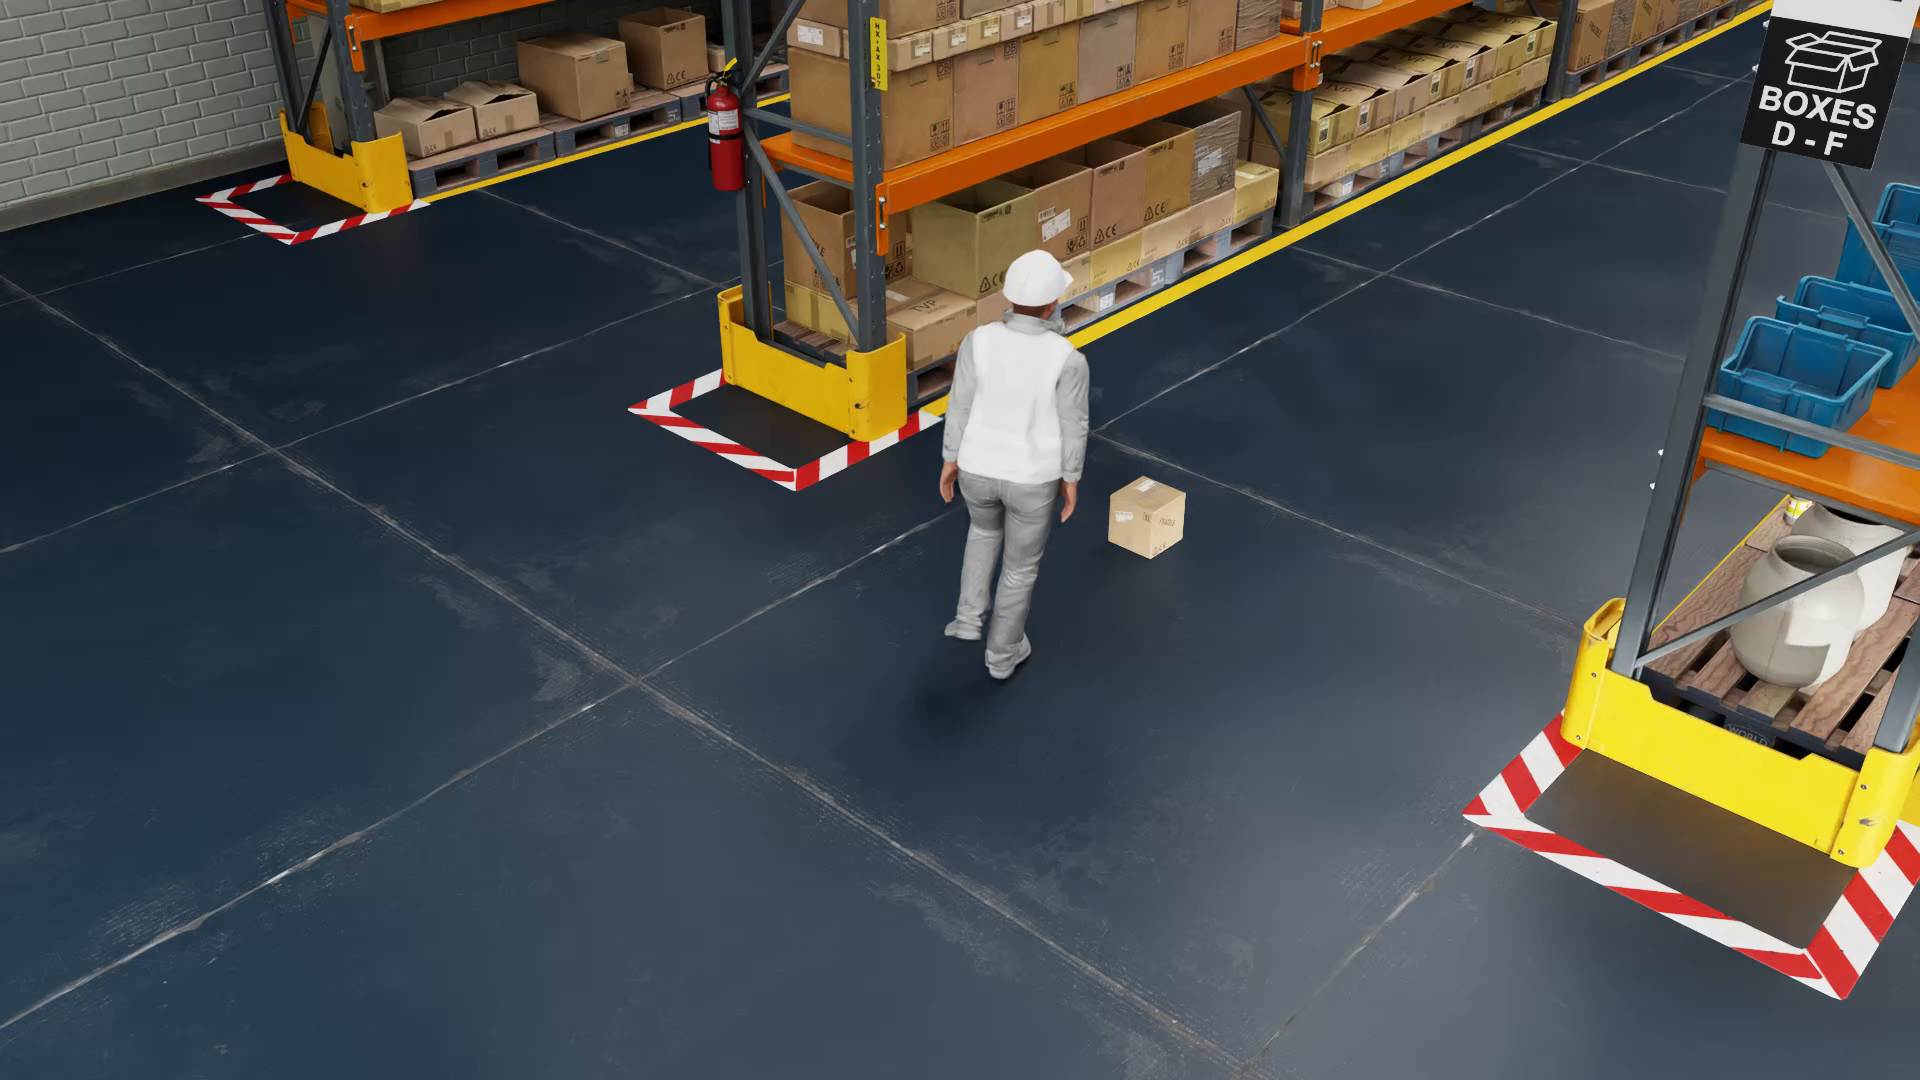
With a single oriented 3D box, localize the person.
[{"bbox_3d":[0.223,-0.283,6.550,0.566,1.762,0.476,11,33,18],"label":"person"}]
